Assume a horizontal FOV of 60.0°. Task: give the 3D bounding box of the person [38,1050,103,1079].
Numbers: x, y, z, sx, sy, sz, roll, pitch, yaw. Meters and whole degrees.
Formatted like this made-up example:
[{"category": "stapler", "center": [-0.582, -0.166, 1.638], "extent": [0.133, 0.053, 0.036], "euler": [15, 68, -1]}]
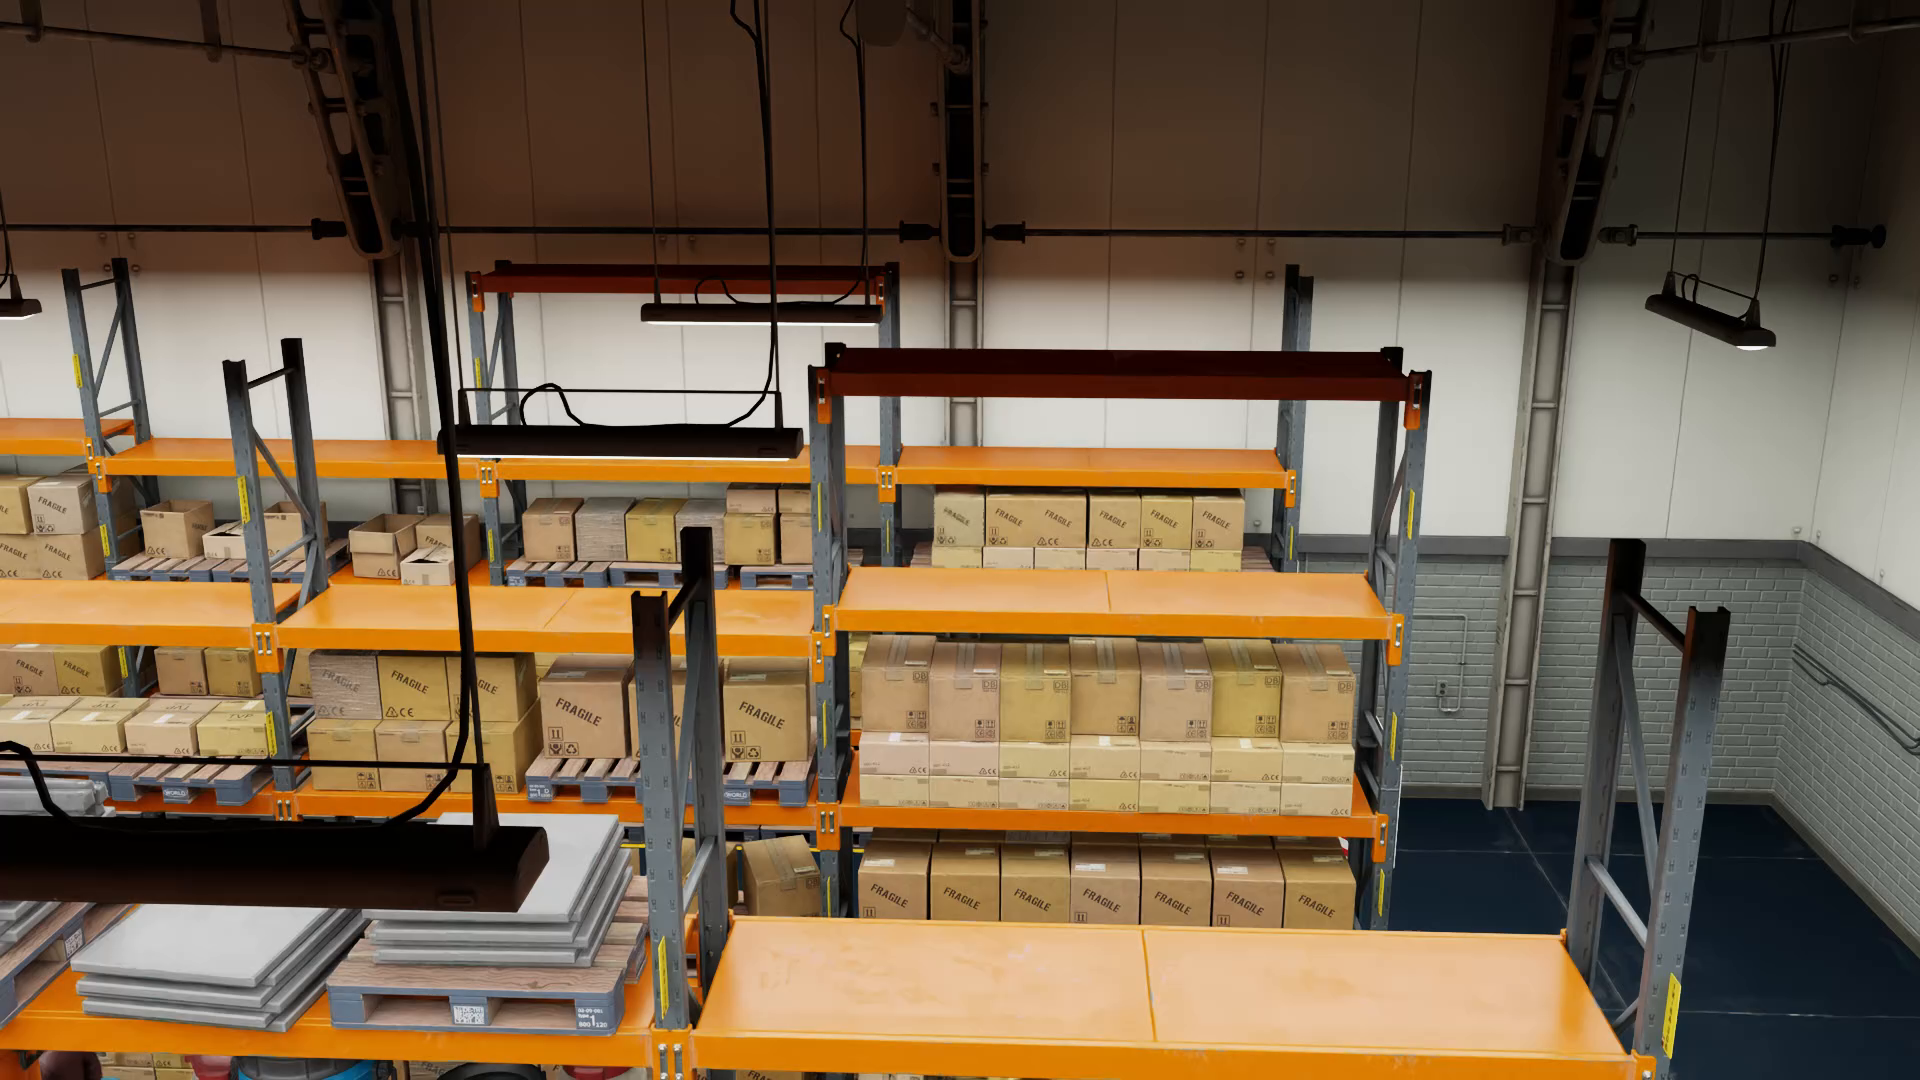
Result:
[{"category": "person", "center": [-6.264, 4.018, 11.510], "extent": [0.688, 1.763, 0.597], "euler": [0, 16, 1]}]
